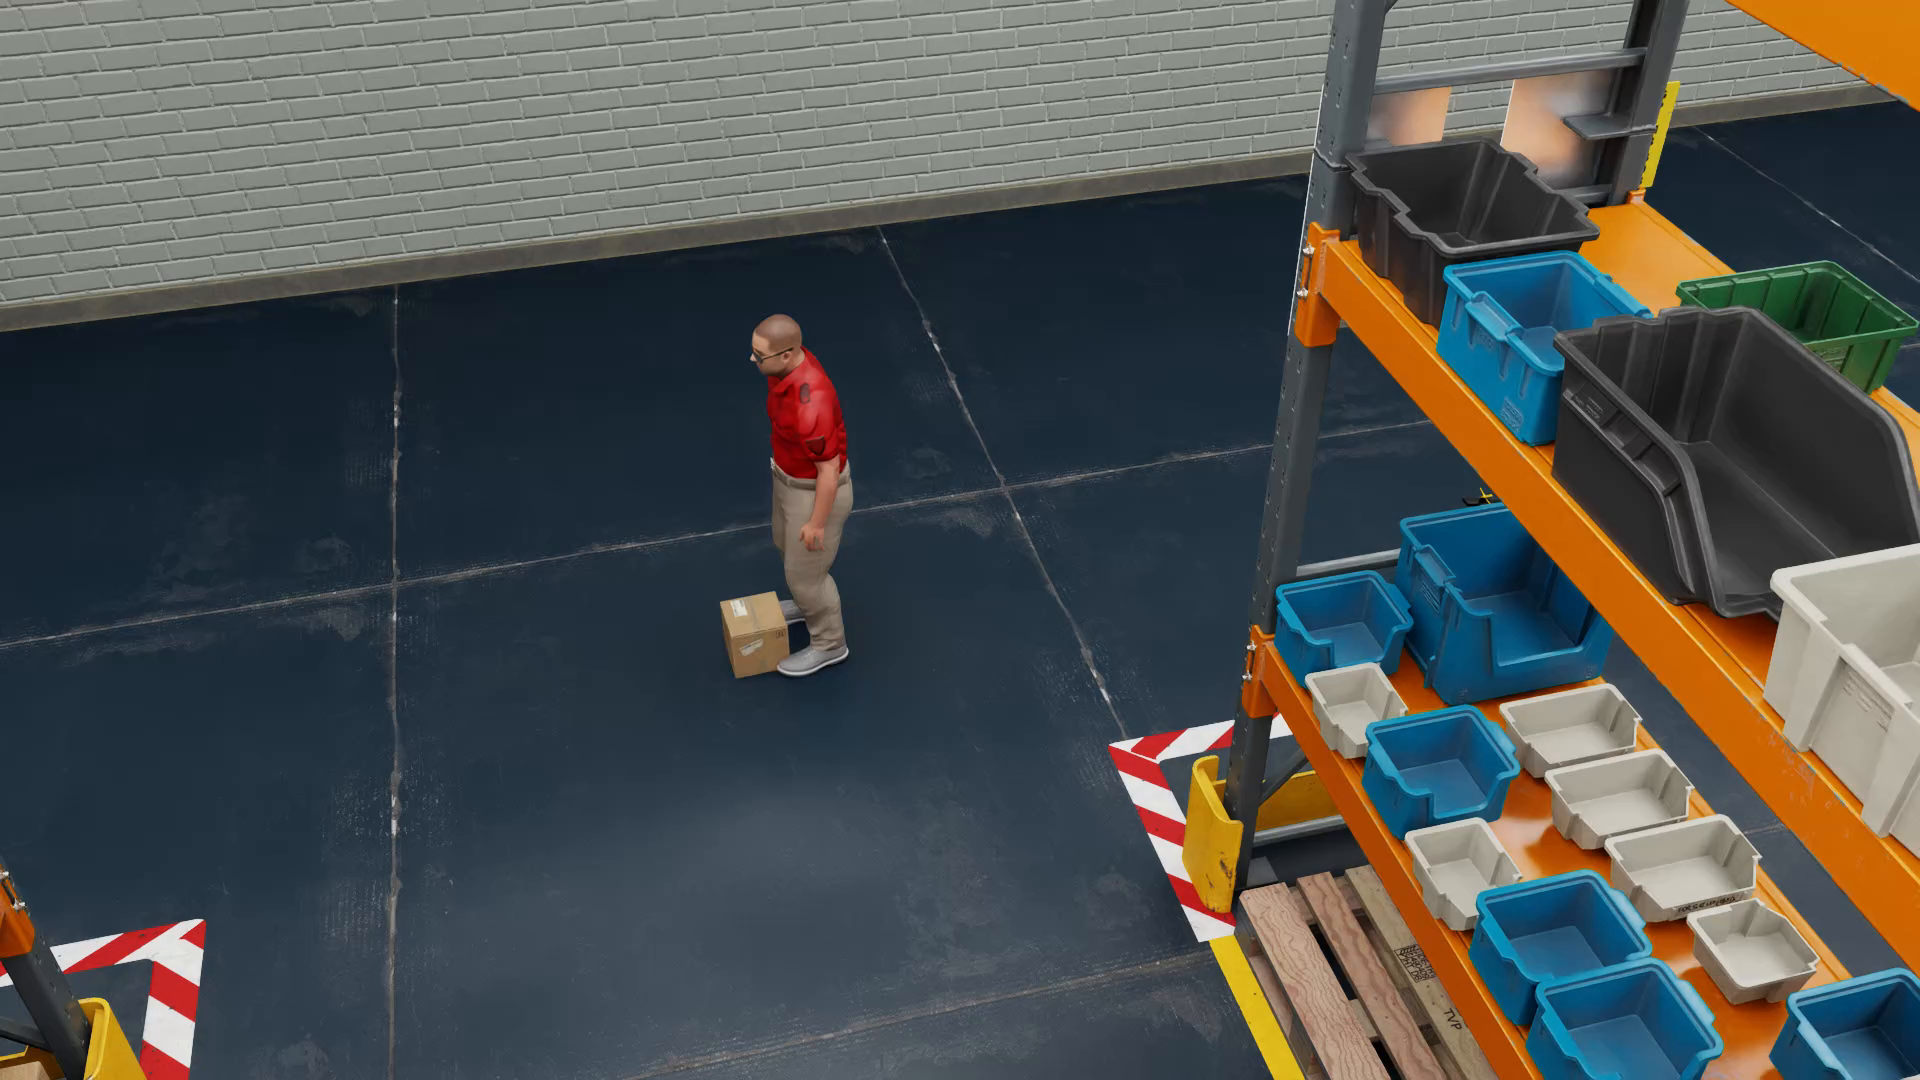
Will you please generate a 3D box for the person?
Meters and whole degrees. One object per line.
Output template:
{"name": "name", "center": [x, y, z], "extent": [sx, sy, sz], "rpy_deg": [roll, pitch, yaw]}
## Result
{"name": "person", "center": [-0.664, -0.209, 6.994], "extent": [0.392, 1.725, 0.595], "rpy_deg": [-11, 39, -14]}
